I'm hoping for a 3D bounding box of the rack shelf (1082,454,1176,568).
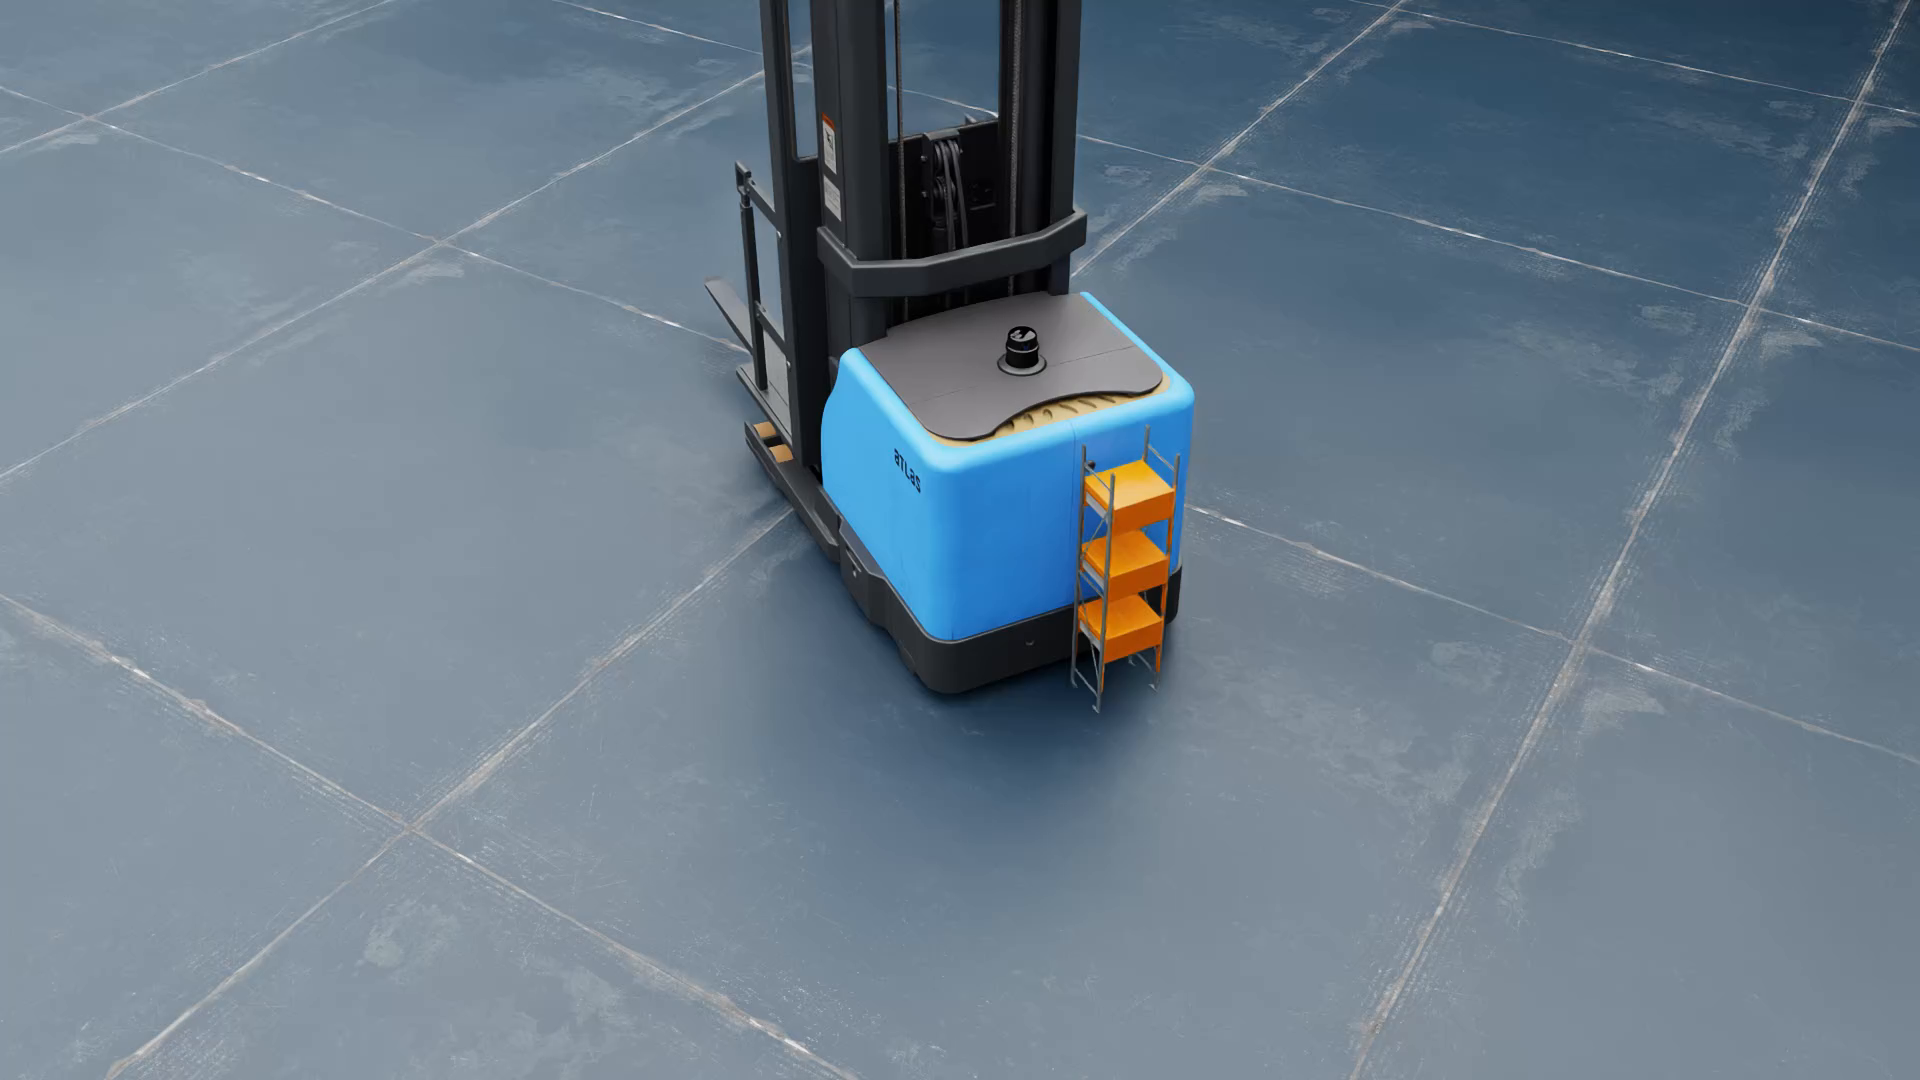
[{"bbox_3d":[0.557,-0.097,5.566,0.240,0.259,0.215,-18,41,-21],"label":"rack shelf"}]

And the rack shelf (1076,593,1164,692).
[{"bbox_3d":[0.561,0.346,5.912,0.240,0.259,0.215,-18,41,-21],"label":"rack shelf"}]

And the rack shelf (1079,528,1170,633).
[{"bbox_3d":[0.559,0.127,5.741,0.240,0.259,0.215,-18,41,-21],"label":"rack shelf"}]

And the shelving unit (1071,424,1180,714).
[{"bbox_3d":[0.559,0.119,5.734,0.252,1.050,0.215,-18,41,-21],"label":"shelving unit"}]

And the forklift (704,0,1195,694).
[{"bbox_3d":[-0.273,-1.506,6.302,1.130,2.935,3.031,-16,41,-20],"label":"forklift"}]

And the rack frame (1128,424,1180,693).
[{"bbox_3d":[0.668,0.084,5.777,0.008,1.050,0.200,-18,41,-21],"label":"rack frame"}]

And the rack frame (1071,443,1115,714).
[{"bbox_3d":[0.450,0.153,5.691,0.008,1.050,0.200,-18,41,-21],"label":"rack frame"}]
